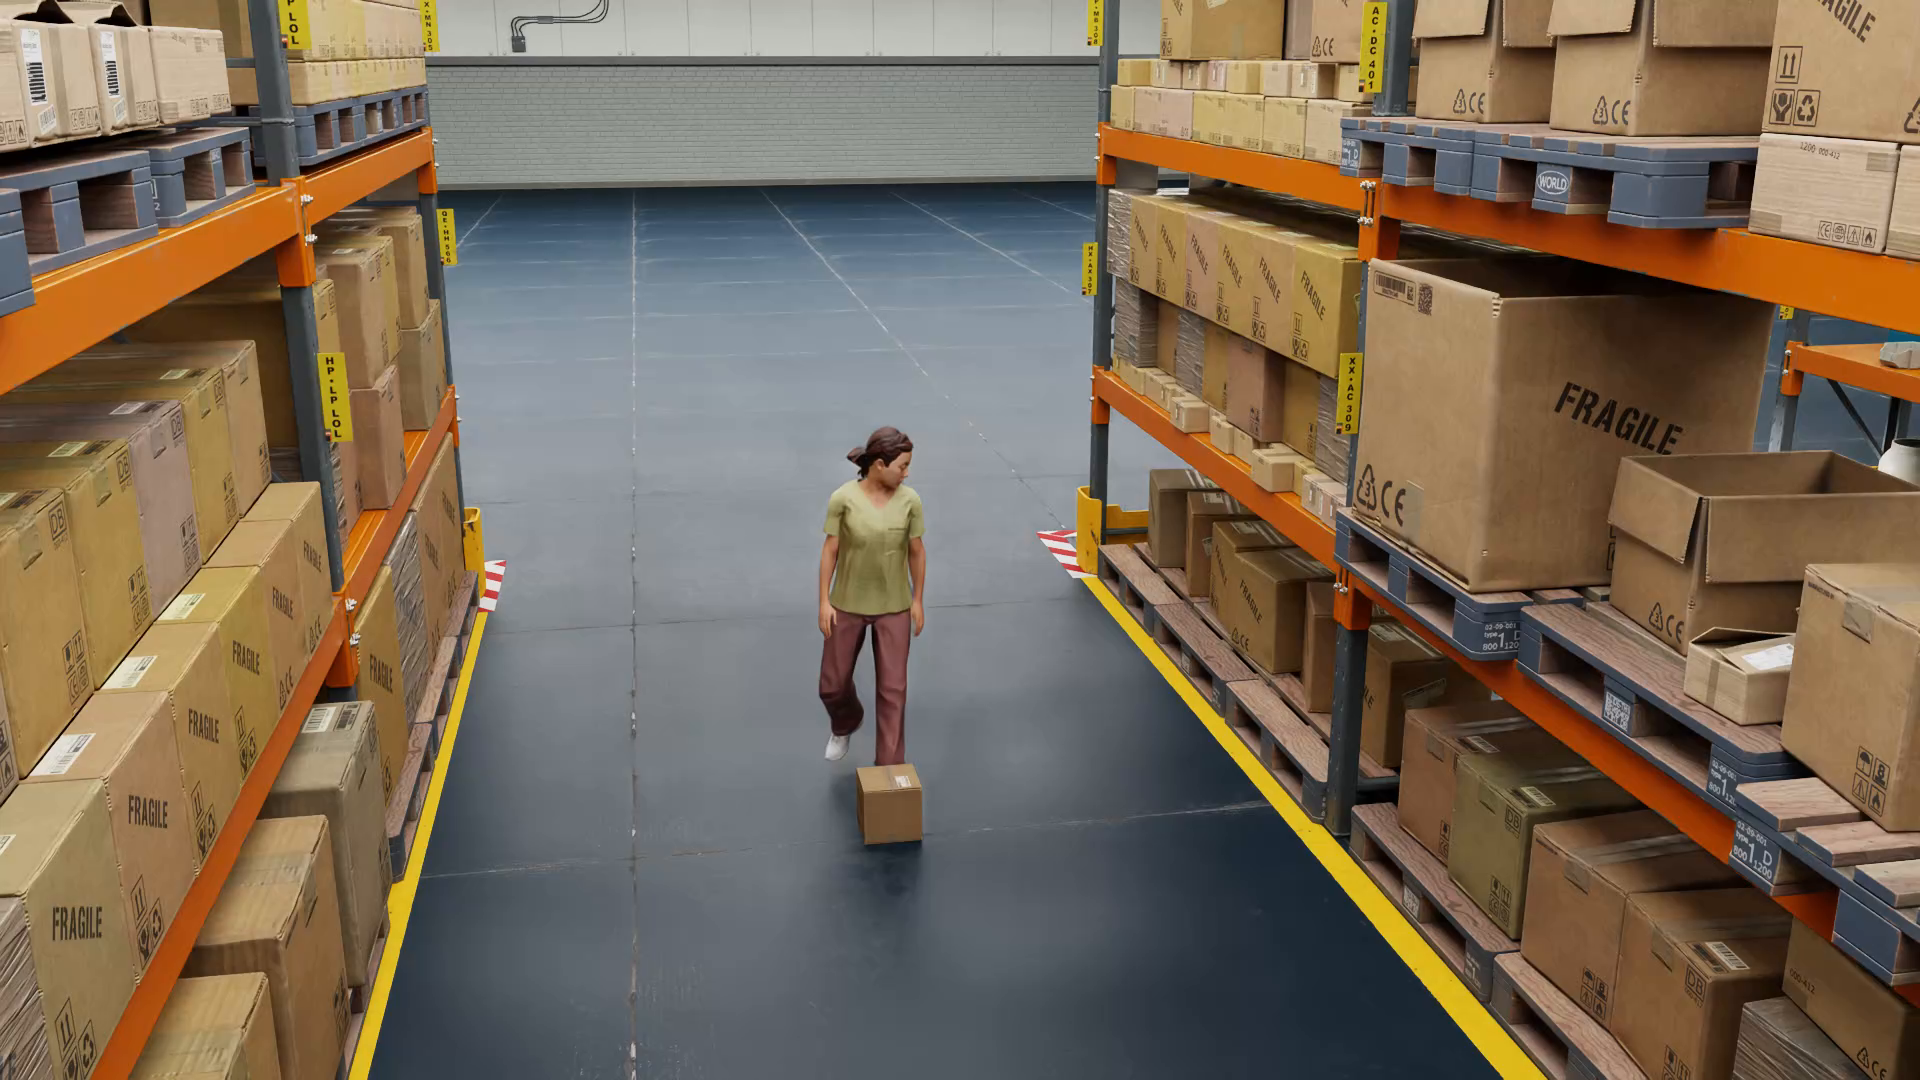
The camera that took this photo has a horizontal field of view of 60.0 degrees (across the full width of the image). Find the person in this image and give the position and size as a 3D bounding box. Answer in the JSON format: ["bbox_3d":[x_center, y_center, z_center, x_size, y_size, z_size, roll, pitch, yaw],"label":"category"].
[{"bbox_3d":[-0.394,0.312,7.431,0.490,1.672,0.690,-1,16,-4],"label":"person"}]
